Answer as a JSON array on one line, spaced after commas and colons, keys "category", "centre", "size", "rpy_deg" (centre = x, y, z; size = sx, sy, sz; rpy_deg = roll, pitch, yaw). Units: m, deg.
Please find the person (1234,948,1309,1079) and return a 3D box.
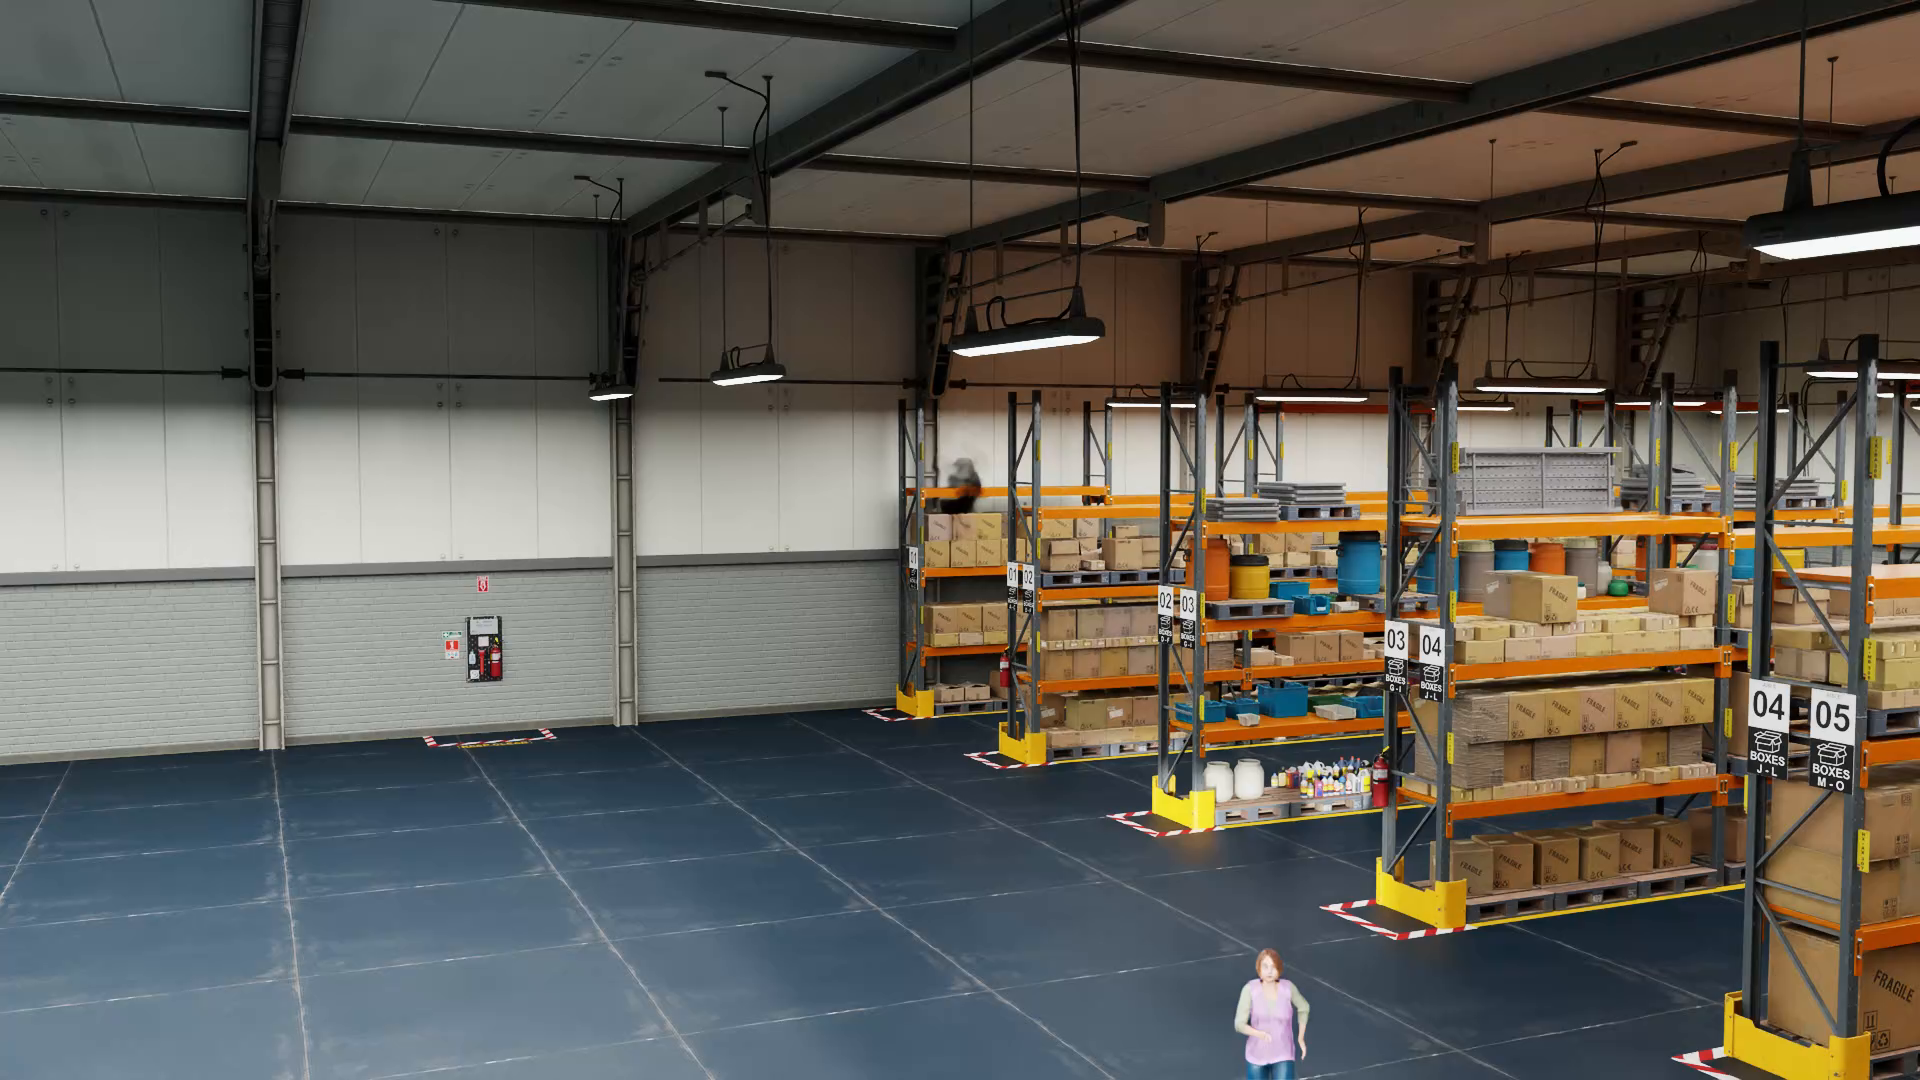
[{"category": "person", "centre": [2.187, 3.678, 11.692], "size": [0.507, 1.621, 0.682], "rpy_deg": [1, 3, 14]}]
